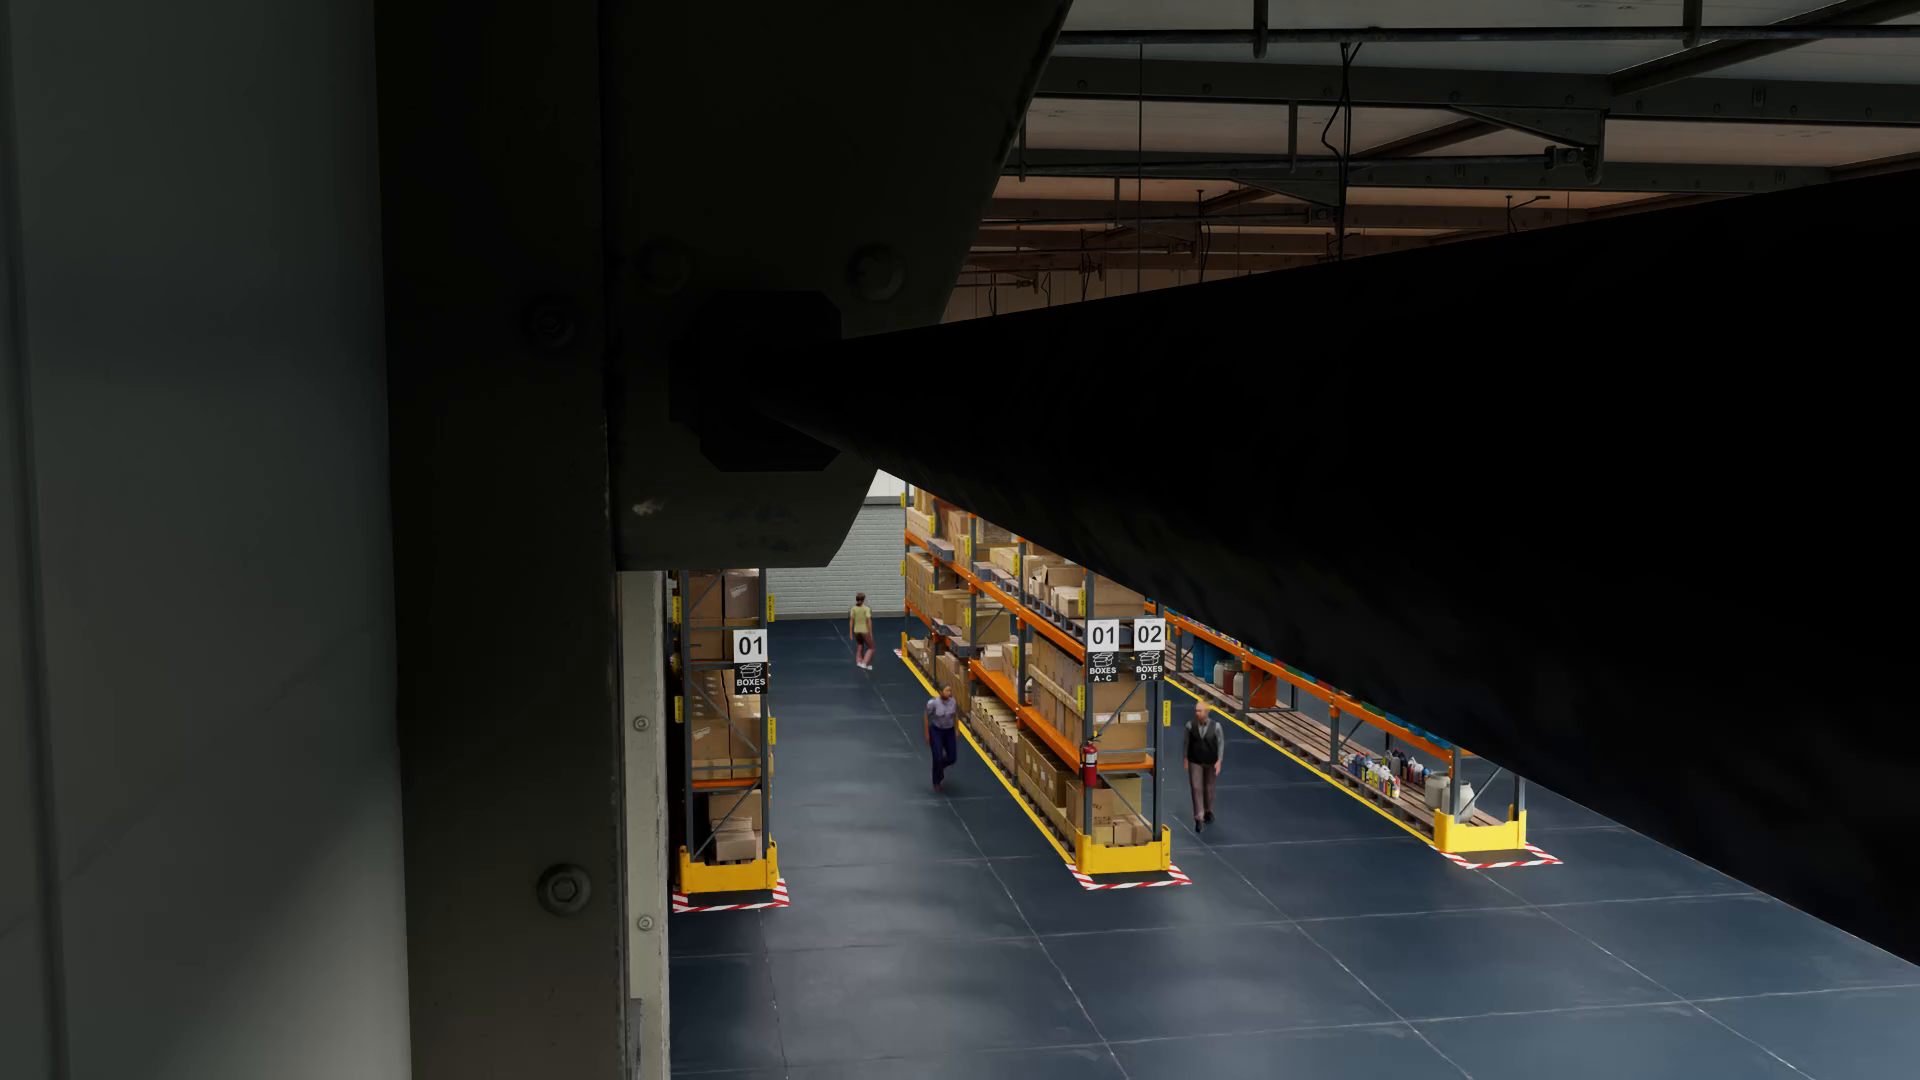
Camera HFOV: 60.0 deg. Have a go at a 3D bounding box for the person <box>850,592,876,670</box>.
[{"bbox_3d":[-1.977,1.828,33.624,0.494,1.545,0.611,2,6,16],"label":"person"}]

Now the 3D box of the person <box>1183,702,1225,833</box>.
[{"bbox_3d":[3.360,3.100,22.953,0.573,1.695,0.855,1,6,10],"label":"person"}]

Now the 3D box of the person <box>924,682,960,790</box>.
[{"bbox_3d":[-0.317,2.929,25.165,0.538,1.629,0.575,-3,7,-28],"label":"person"}]
